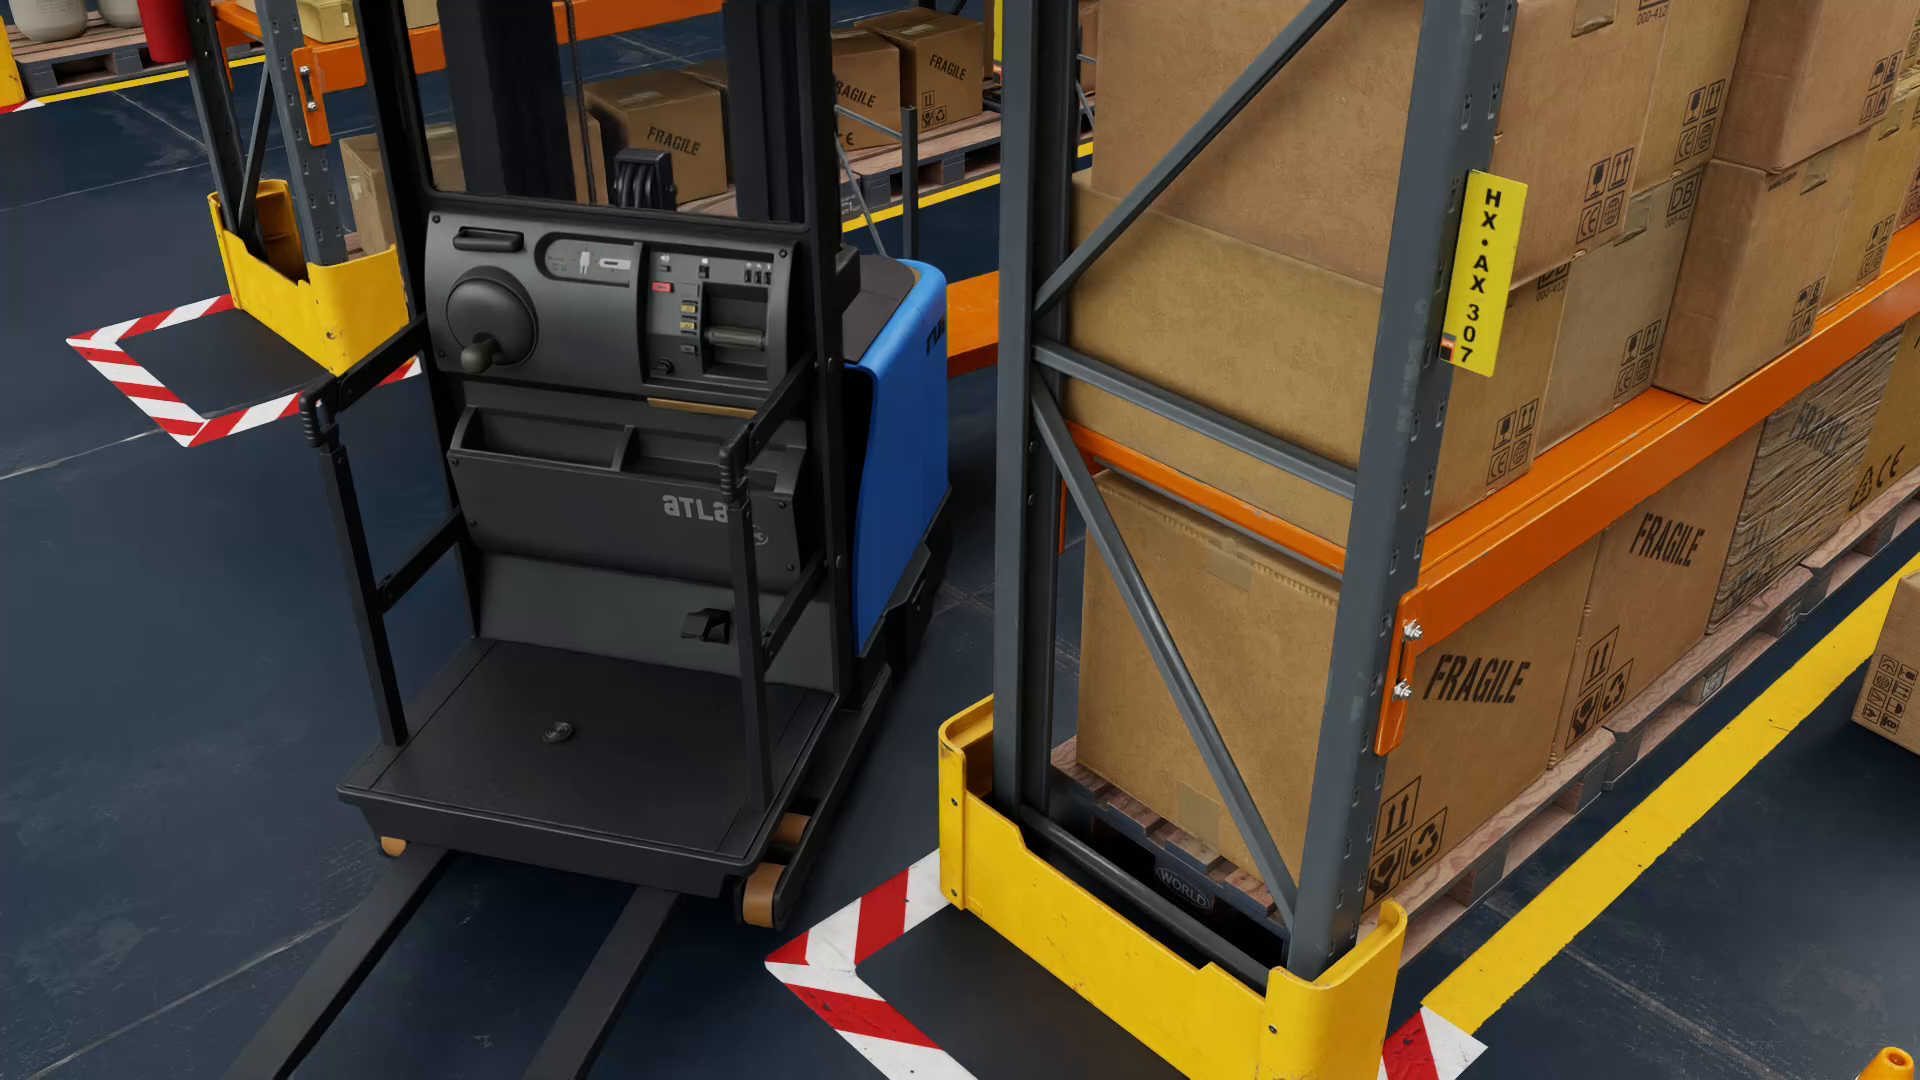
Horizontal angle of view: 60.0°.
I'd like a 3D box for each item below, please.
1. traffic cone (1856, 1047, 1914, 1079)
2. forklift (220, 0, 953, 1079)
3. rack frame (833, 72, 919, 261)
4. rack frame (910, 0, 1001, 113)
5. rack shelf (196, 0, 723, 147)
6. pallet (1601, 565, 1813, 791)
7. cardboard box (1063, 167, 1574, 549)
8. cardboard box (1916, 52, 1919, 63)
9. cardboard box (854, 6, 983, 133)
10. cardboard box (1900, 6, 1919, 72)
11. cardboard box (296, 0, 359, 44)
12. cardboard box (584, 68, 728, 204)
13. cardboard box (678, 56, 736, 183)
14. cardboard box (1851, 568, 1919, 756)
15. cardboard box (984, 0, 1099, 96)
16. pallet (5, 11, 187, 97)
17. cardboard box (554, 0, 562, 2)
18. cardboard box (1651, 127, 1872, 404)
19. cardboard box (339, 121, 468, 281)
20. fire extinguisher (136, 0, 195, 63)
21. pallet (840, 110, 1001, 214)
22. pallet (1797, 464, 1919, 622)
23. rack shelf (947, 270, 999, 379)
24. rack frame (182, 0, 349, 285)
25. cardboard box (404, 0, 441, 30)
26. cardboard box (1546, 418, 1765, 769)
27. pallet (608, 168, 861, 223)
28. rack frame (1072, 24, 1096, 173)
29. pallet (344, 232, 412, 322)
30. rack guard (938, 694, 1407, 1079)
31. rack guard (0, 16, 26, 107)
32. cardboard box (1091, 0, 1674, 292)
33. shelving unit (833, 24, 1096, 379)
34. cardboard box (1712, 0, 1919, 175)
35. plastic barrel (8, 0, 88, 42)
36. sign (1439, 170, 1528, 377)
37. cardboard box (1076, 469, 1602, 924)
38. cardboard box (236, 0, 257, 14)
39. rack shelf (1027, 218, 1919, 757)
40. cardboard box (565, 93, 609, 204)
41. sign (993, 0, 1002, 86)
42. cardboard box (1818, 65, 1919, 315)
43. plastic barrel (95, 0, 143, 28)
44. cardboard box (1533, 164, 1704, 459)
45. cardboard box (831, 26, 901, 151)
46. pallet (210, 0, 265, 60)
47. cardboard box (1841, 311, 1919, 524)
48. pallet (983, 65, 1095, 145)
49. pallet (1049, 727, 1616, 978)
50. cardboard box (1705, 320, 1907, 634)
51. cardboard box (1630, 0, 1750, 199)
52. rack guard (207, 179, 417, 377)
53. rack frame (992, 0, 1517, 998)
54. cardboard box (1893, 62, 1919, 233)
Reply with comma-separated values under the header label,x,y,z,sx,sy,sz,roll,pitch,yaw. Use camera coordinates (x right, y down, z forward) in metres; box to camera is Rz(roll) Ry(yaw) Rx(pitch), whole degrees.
label,x,y,z,sx,sy,sz,roll,pitch,yaw
traffic cone,1.817,1.202,3.340,0.334,0.463,0.336,-26,40,-35
forklift,-0.889,-0.504,3.765,1.130,2.935,3.031,8,32,12
rack frame,-0.286,-0.758,5.552,0.032,1.500,0.500,-21,37,-30
rack frame,0.097,-3.587,8.740,0.127,3.000,1.000,-26,40,-35
rack shelf,-1.370,-2.571,7.768,4.000,0.370,1.077,-26,40,-35
pallet,1.889,0.211,5.203,1.213,0.211,1.003,-26,40,-35
cardboard box,0.703,-0.448,3.463,0.550,0.550,0.875,-26,40,-35
cardboard box,2.287,-1.682,4.447,0.550,0.550,0.875,-26,40,-35
cardboard box,-0.224,-2.573,9.076,0.500,0.500,0.500,-27,41,-37
cardboard box,1.904,-1.491,4.134,0.500,0.550,0.875,-26,40,-35
cardboard box,-2.465,-2.071,6.502,0.250,0.149,0.380,-26,40,-35
cardboard box,-1.480,-1.936,8.034,0.500,0.500,0.500,-22,38,-31
cardboard box,-1.040,-2.117,8.330,0.500,0.500,0.500,25,39,35
cardboard box,2.955,0.355,4.688,0.500,0.500,0.500,-19,36,-28
cardboard box,0.562,-2.918,9.621,0.700,0.500,0.500,26,40,35
pallet,-5.581,-3.204,10.788,1.213,0.211,1.003,-26,40,-35
cardboard box,-1.718,-2.418,7.069,0.250,0.149,0.380,-26,40,-35
cardboard box,1.588,-0.802,4.042,0.550,0.550,0.875,-26,40,-35
cardboard box,-2.367,-1.496,7.315,0.500,0.500,0.500,-18,36,-27
fire extinguisher,-3.234,-2.271,6.662,0.183,0.674,0.296,-26,40,-35
pallet,-0.372,-2.145,9.056,1.213,0.211,1.003,-26,40,-35
pallet,2.784,-0.224,5.914,1.213,0.211,1.003,-26,40,-35
rack shelf,0.126,-0.760,5.899,1.000,0.185,0.538,-21,37,-30
rack frame,-2.836,-2.168,6.420,0.127,3.000,1.000,-26,40,-35
cardboard box,-2.269,-2.152,6.635,0.250,0.149,0.380,-26,40,-35
cardboard box,1.558,-0.086,4.650,0.875,0.875,0.875,-27,40,-36
pallet,-1.267,-1.711,8.345,1.213,0.211,1.003,-26,40,-35
rack frame,0.538,-1.068,6.059,0.032,1.500,0.500,-21,37,-30
pallet,-2.161,-1.280,7.641,1.213,0.211,1.003,-26,40,-35
rack guard,0.444,0.840,3.897,0.348,0.500,1.175,-26,40,-35
rack guard,-6.180,-3.041,10.244,0.348,0.500,1.175,-26,40,-35
cardboard box,0.760,-0.876,3.129,0.550,0.550,0.875,-26,40,-35
shelving unit,0.133,-0.916,5.810,1.083,1.500,0.587,-21,37,-30
cardboard box,1.604,-1.253,3.745,0.550,0.550,0.875,-26,40,-35
plastic barrel,-5.773,-3.443,10.488,0.421,0.512,0.421,0,31,0
sign,0.835,-0.423,2.661,0.005,0.325,0.100,-26,40,-35
cardboard box,0.914,0.227,4.138,0.875,0.875,0.875,-26,40,-35
cardboard box,-2.768,-2.241,6.780,0.250,0.149,0.380,-26,40,-35
rack shelf,1.929,-0.637,4.606,4.000,0.370,1.077,-26,40,-35
cardboard box,-1.952,-1.721,7.683,0.500,0.500,0.500,-15,35,-23
sign,0.103,-1.042,3.242,0.005,0.325,0.100,-26,40,-35
cardboard box,1.948,-1.006,4.375,0.500,0.550,0.875,-26,40,-35
plastic barrel,-5.406,-3.621,10.779,0.421,0.512,0.421,0,31,0
cardboard box,1.092,-0.651,3.796,0.550,0.550,0.875,-26,40,-35
cardboard box,-0.639,-2.367,8.739,0.500,0.500,0.500,-13,34,-21
pallet,-4.687,-3.635,11.492,1.213,0.211,1.003,-26,40,-35
cardboard box,2.886,-0.730,5.703,0.875,0.875,0.875,-25,39,-35
pallet,0.667,-2.674,9.920,1.213,0.211,1.003,-26,40,-35
pallet,0.995,0.641,4.499,1.213,0.211,1.003,-26,40,-35
cardboard box,2.228,-0.409,5.177,0.875,0.875,0.875,-25,40,-35
cardboard box,1.101,-1.107,3.506,0.550,0.550,0.875,-26,40,-35
rack guard,-2.781,-1.129,7.116,0.348,0.500,1.175,-26,40,-35
rack frame,0.462,-0.235,3.259,0.127,3.000,1.000,-26,40,-35
cardboard box,2.269,-1.232,4.746,0.550,0.550,0.875,-26,40,-35
